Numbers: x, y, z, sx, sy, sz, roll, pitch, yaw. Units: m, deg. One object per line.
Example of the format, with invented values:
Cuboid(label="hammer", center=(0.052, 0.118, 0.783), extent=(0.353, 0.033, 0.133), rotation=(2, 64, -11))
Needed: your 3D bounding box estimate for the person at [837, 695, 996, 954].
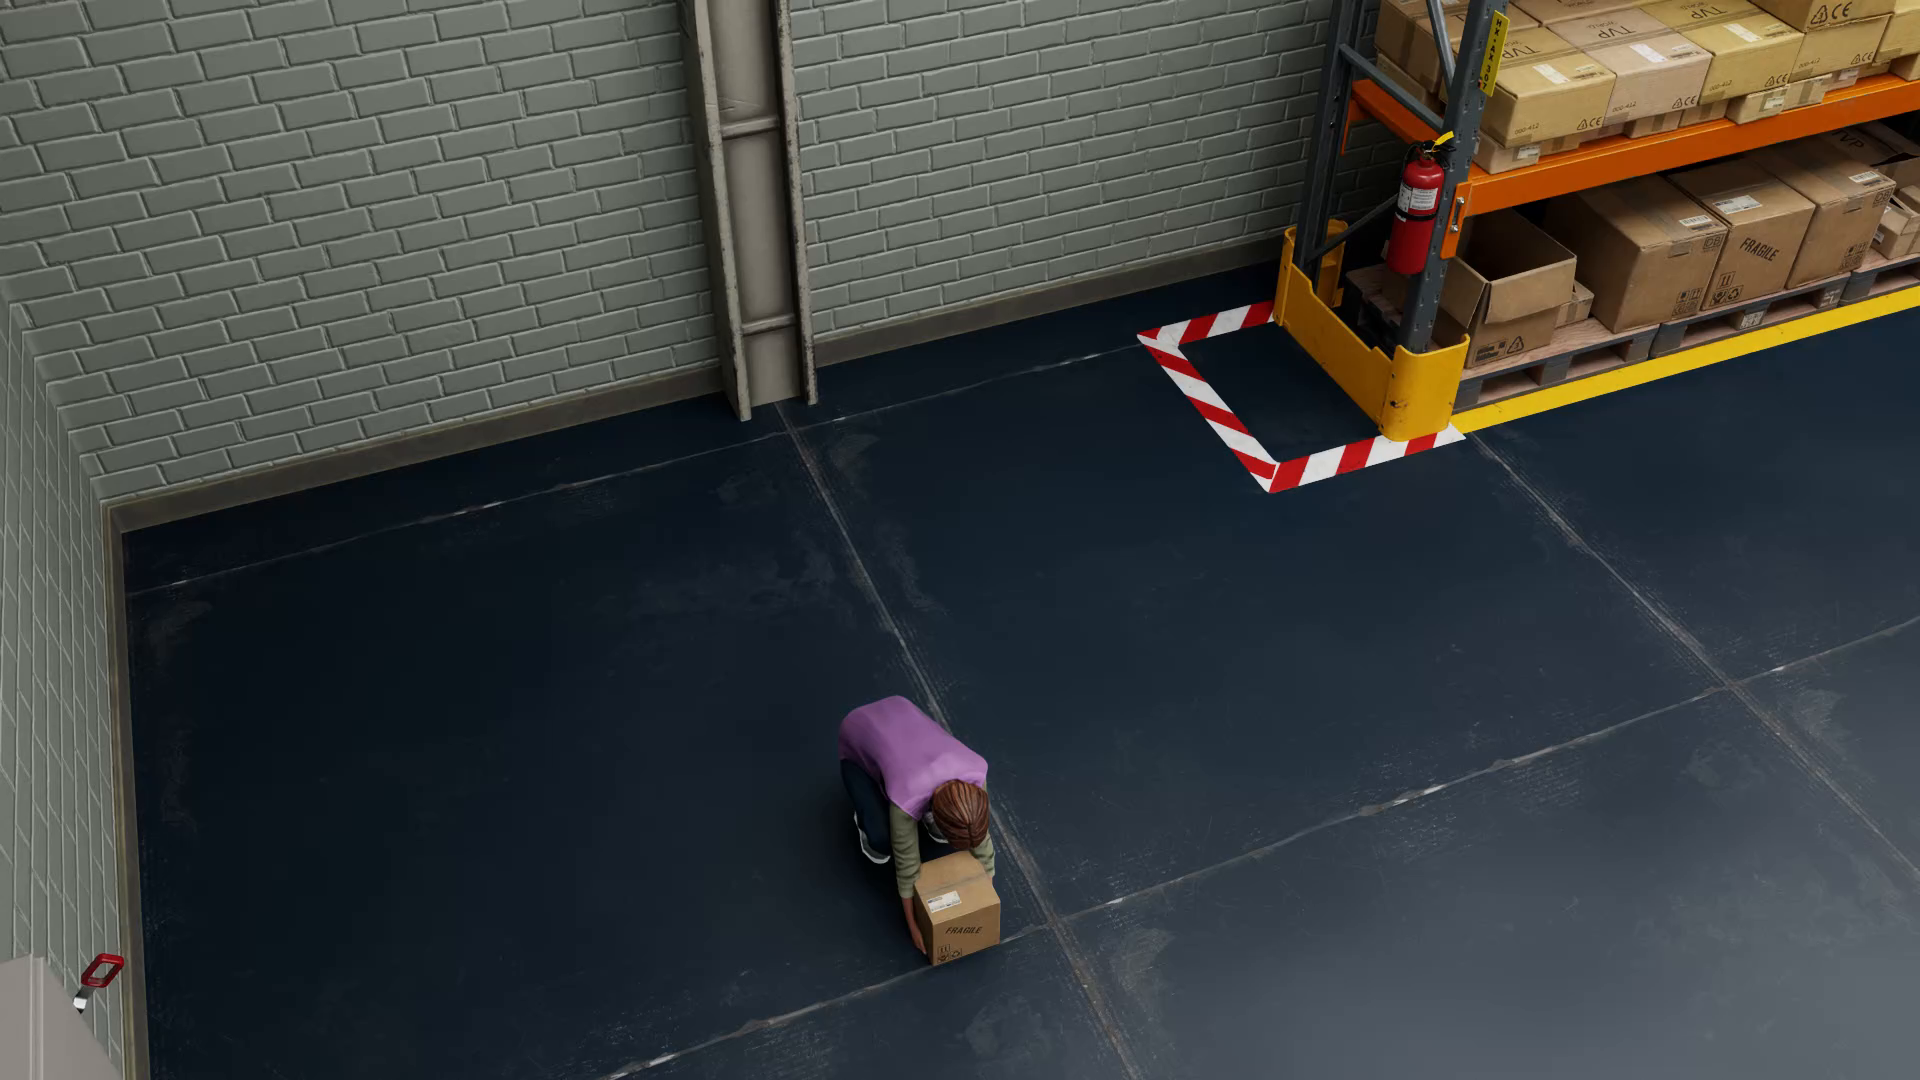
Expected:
Cuboid(label="person", center=(-0.152, 0.933, 5.867), extent=(0.432, 0.761, 0.835), rotation=(-16, 45, -17))
